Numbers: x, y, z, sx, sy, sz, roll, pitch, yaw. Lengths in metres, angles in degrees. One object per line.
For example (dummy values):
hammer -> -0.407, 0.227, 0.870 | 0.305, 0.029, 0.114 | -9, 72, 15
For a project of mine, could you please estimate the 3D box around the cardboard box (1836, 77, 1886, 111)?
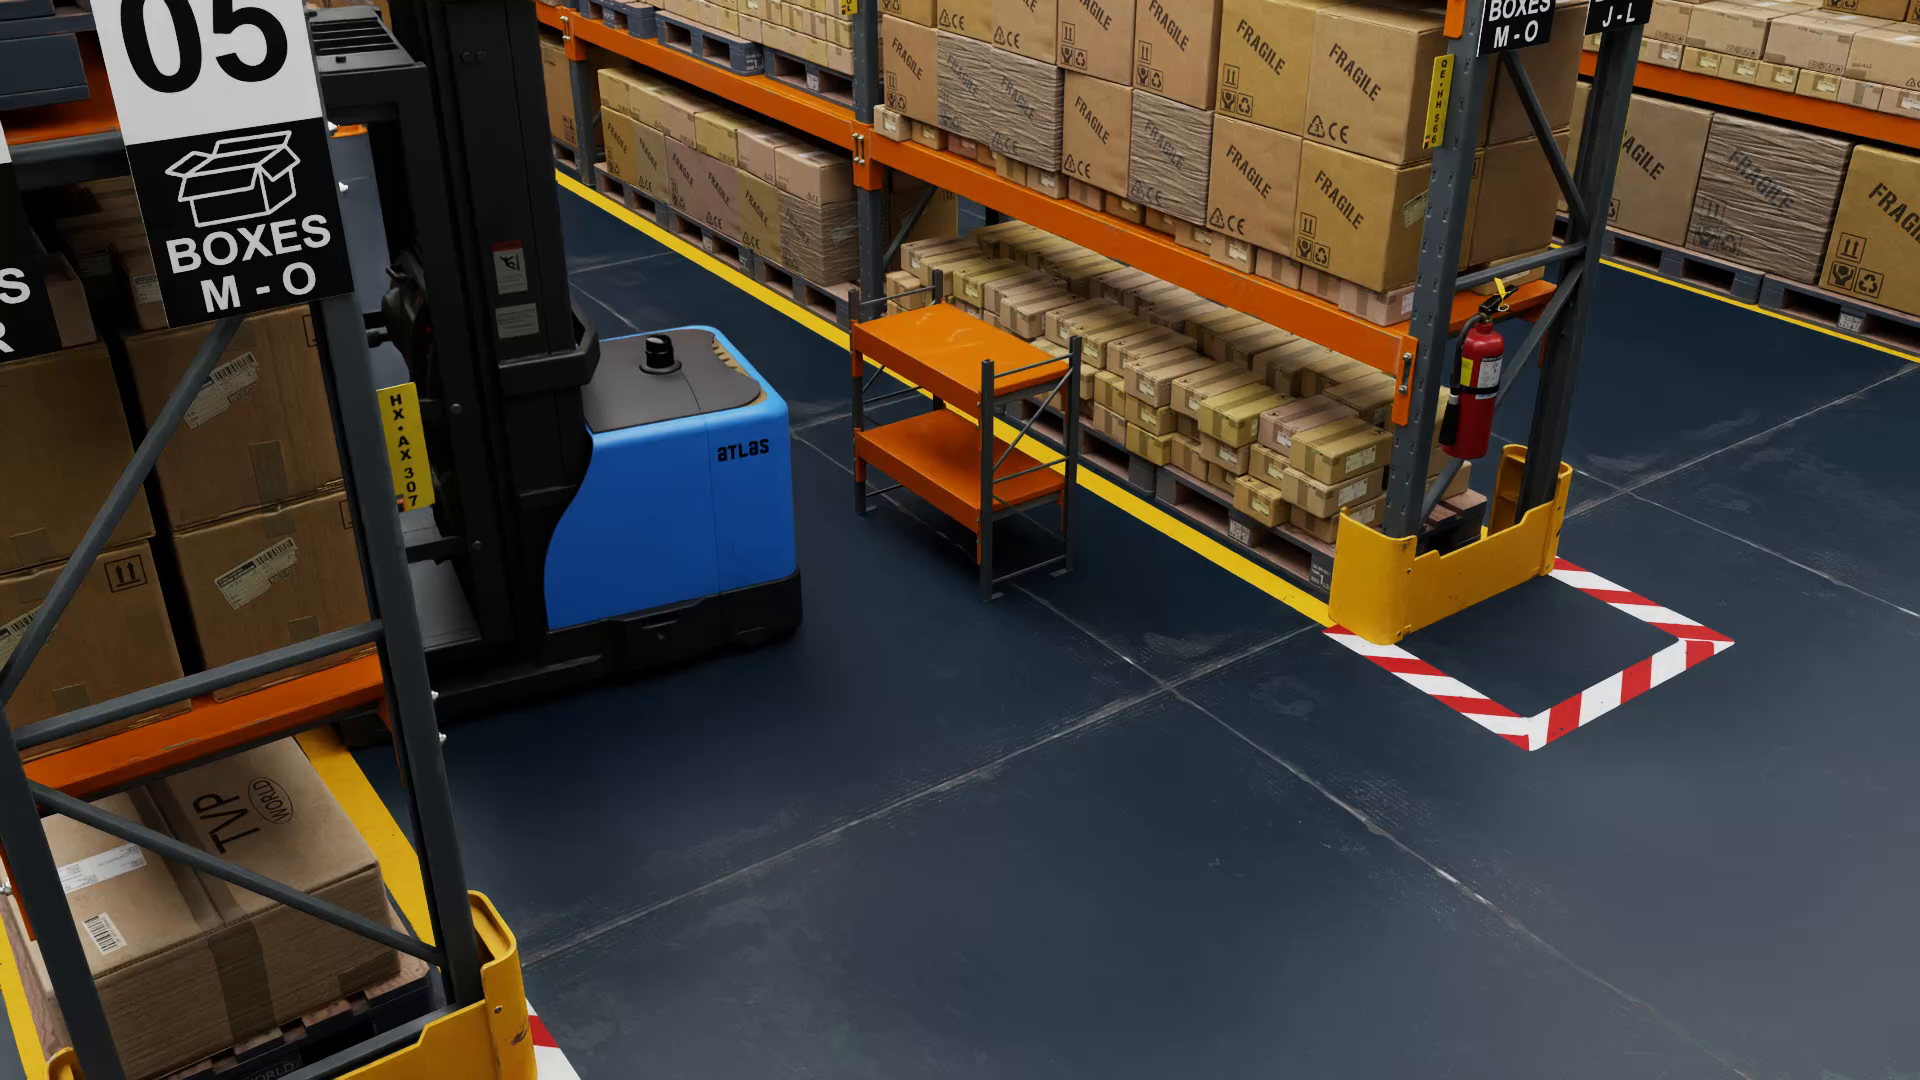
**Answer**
cardboard box -> 5.358, -2.631, 9.715 | 0.380, 0.149, 0.250 | -18, 33, -30

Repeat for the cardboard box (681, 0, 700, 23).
cardboard box -> -1.599, -3.504, 10.881 | 0.380, 0.149, 0.250 | -18, 33, -30

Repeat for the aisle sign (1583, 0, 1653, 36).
aisle sign -> 2.462, -2.261, 6.047 | 0.394, 0.787, 0.004 | -19, 34, -31

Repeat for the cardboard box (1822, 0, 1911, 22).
cardboard box -> 5.620, -3.448, 10.015 | 0.500, 0.500, 0.500 | -20, 34, -32

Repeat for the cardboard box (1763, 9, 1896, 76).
cardboard box -> 5.188, -2.973, 9.926 | 0.500, 0.250, 0.500 | -20, 34, -32

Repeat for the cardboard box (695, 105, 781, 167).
cardboard box -> -1.388, -2.659, 10.897 | 0.500, 0.250, 0.500 | -20, 35, -33

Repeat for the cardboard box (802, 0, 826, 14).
cardboard box -> -0.693, -3.161, 9.627 | 0.380, 0.149, 0.250 | -20, 34, -32

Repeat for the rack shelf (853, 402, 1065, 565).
rack shelf -> 0.004, -0.277, 7.593 | 0.538, 0.278, 1.000 | -19, 34, -31

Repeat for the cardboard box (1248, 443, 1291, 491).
cardboard box -> 1.529, -0.369, 7.522 | 0.380, 0.149, 0.250 | -20, 34, -32

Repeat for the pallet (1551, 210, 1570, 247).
pallet -> 4.331, -2.410, 11.967 | 1.003, 0.211, 1.213 | -19, 34, -31

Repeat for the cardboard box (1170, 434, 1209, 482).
cardboard box -> 1.231, -0.434, 7.953 | 0.380, 0.149, 0.250 | -18, 33, -30

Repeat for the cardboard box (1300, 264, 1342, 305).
cardboard box -> 1.642, -1.109, 6.913 | 0.380, 0.149, 0.250 | -19, 34, -31

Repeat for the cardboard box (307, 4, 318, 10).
cardboard box -> -6.522, -4.951, 16.340 | 0.500, 0.500, 0.500 | -13, 31, -22

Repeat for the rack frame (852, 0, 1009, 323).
rack frame -> -0.145, -2.619, 9.430 | 1.000, 3.000, 0.127 | -19, 34, -31

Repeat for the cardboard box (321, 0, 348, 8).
cardboard box -> -6.146, -5.948, 17.346 | 0.875, 0.875, 0.875 | -19, 34, -31

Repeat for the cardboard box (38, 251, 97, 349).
cardboard box -> -2.170, -0.507, 3.708 | 0.380, 0.149, 0.250 | -18, 33, -30

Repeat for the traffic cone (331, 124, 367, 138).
traffic cone -> -5.238, -3.675, 14.032 | 0.336, 0.463, 0.334 | -19, 34, -31

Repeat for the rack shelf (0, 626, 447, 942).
rack shelf -> -2.958, -0.116, 5.574 | 1.077, 0.370, 4.000 | -19, 34, -31

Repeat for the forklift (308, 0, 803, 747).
forklift -> -2.221, -0.792, 6.138 | 3.031, 2.935, 1.130 | -13, 31, -22

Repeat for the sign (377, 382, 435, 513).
sign -> -1.343, -0.221, 4.024 | 0.100, 0.325, 0.005 | -19, 34, -31

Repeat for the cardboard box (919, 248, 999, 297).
cardboard box -> -0.002, -1.498, 9.288 | 0.380, 0.149, 0.250 | -17, 33, -28

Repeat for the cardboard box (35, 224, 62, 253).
cardboard box -> -2.150, -0.602, 4.563 | 0.500, 0.500, 0.500 | -20, 34, -32

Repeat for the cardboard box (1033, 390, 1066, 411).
cardboard box -> 0.590, -0.827, 8.677 | 0.380, 0.149, 0.250 | -20, 34, -32

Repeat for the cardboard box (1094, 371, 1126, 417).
cardboard box -> 0.889, -0.757, 8.236 | 0.380, 0.149, 0.250 | -17, 33, -28

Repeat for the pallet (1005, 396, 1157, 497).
pallet -> 0.985, -0.668, 8.758 | 1.003, 0.211, 1.213 | -19, 34, -31

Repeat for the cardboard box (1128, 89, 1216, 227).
cardboard box -> 1.108, -1.738, 7.391 | 0.500, 0.500, 0.500 | -19, 34, -30

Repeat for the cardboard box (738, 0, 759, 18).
cardboard box -> -1.144, -3.330, 10.250 | 0.380, 0.149, 0.250 | -21, 35, -33

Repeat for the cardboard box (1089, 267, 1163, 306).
cardboard box -> 0.923, -1.361, 9.036 | 0.380, 0.149, 0.250 | -21, 35, -33

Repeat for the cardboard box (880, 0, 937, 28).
cardboard box -> -0.082, -2.990, 8.649 | 0.500, 0.500, 0.500 | -18, 33, -29

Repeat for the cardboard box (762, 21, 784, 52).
cardboard box -> -0.976, -3.089, 10.117 | 0.380, 0.149, 0.250 | -21, 35, -33

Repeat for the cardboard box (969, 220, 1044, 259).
cardboard box -> 0.273, -1.746, 9.746 | 0.380, 0.149, 0.250 | -18, 33, -29

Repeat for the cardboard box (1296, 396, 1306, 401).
cardboard box -> 1.754, -0.594, 7.936 | 0.380, 0.149, 0.250 | -18, 33, -30

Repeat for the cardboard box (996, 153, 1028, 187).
cardboard box -> 0.406, -1.916, 8.398 | 0.380, 0.149, 0.250 | -18, 33, -30

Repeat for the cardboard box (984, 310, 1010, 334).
cardboard box -> 0.349, -1.188, 9.030 | 0.380, 0.149, 0.250 | -21, 35, -33

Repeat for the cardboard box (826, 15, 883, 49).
cardboard box -> -0.537, -2.924, 9.503 | 0.380, 0.149, 0.250 | -18, 33, -29

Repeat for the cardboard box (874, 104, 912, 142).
cardboard box -> -0.247, -2.308, 9.120 | 0.380, 0.149, 0.250 | -17, 33, -29

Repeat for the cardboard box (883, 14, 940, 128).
cardboard box -> -0.063, -2.532, 8.852 | 0.500, 0.500, 0.500 | -19, 34, -32

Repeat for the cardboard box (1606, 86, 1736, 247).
cardboard box -> 4.794, -2.575, 11.135 | 0.875, 0.875, 0.875 | -19, 34, -31

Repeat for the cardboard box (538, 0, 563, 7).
cardboard box -> -2.945, -4.319, 12.455 | 0.500, 0.500, 0.500 | -19, 34, -31

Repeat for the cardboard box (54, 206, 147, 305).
cardboard box -> -1.989, -0.720, 4.100 | 0.380, 0.149, 0.250 | -18, 33, -29

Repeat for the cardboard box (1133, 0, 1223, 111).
cardboard box -> 1.104, -2.184, 7.164 | 0.500, 0.500, 0.500 | -17, 33, -28

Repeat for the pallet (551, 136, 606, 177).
pallet -> -2.861, -3.276, 13.561 | 1.003, 0.211, 1.213 | -19, 34, -31

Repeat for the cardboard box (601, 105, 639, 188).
cardboard box -> -2.263, -2.915, 12.153 | 0.500, 0.500, 0.500 | -20, 35, -33

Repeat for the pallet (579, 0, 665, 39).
pallet -> -1.965, -3.842, 11.883 | 1.213, 0.211, 1.003 | -19, 34, -31

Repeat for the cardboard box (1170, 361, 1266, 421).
cardboard box -> 1.210, -0.690, 7.802 | 0.380, 0.149, 0.250 | -20, 34, -33

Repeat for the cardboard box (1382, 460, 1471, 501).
cardboard box -> 2.132, -0.288, 7.685 | 0.380, 0.149, 0.250 | -18, 33, -30

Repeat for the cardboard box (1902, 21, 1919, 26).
cardboard box -> 5.909, -2.924, 9.837 | 0.500, 0.250, 0.500 | -19, 34, -31

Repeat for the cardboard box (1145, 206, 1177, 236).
cardboard box -> 1.080, -1.527, 7.683 | 0.380, 0.149, 0.250 | -20, 35, -33

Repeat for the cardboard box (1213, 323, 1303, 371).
cardboard box -> 1.484, -0.946, 8.273 | 0.380, 0.149, 0.250 | -17, 33, -29

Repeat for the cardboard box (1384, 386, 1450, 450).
cardboard box -> 2.148, -0.555, 7.553 | 0.380, 0.149, 0.250 | -21, 35, -33

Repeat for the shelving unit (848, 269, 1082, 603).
shelving unit -> 0.004, -0.492, 7.477 | 0.538, 1.125, 1.048 | -19, 34, -31

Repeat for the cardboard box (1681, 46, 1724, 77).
cardboard box -> 4.760, -3.030, 10.449 | 0.380, 0.149, 0.250 | -20, 34, -32

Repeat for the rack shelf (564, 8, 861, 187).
rack shelf -> -1.305, -3.081, 11.033 | 1.077, 0.370, 4.000 | -19, 34, -31

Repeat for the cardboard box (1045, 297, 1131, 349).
cardboard box -> 0.661, -1.113, 8.581 | 0.380, 0.149, 0.250 | -20, 35, -33

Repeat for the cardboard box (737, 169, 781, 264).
cardboard box -> -1.077, -2.123, 10.695 | 0.500, 0.500, 0.500 | -20, 34, -32
